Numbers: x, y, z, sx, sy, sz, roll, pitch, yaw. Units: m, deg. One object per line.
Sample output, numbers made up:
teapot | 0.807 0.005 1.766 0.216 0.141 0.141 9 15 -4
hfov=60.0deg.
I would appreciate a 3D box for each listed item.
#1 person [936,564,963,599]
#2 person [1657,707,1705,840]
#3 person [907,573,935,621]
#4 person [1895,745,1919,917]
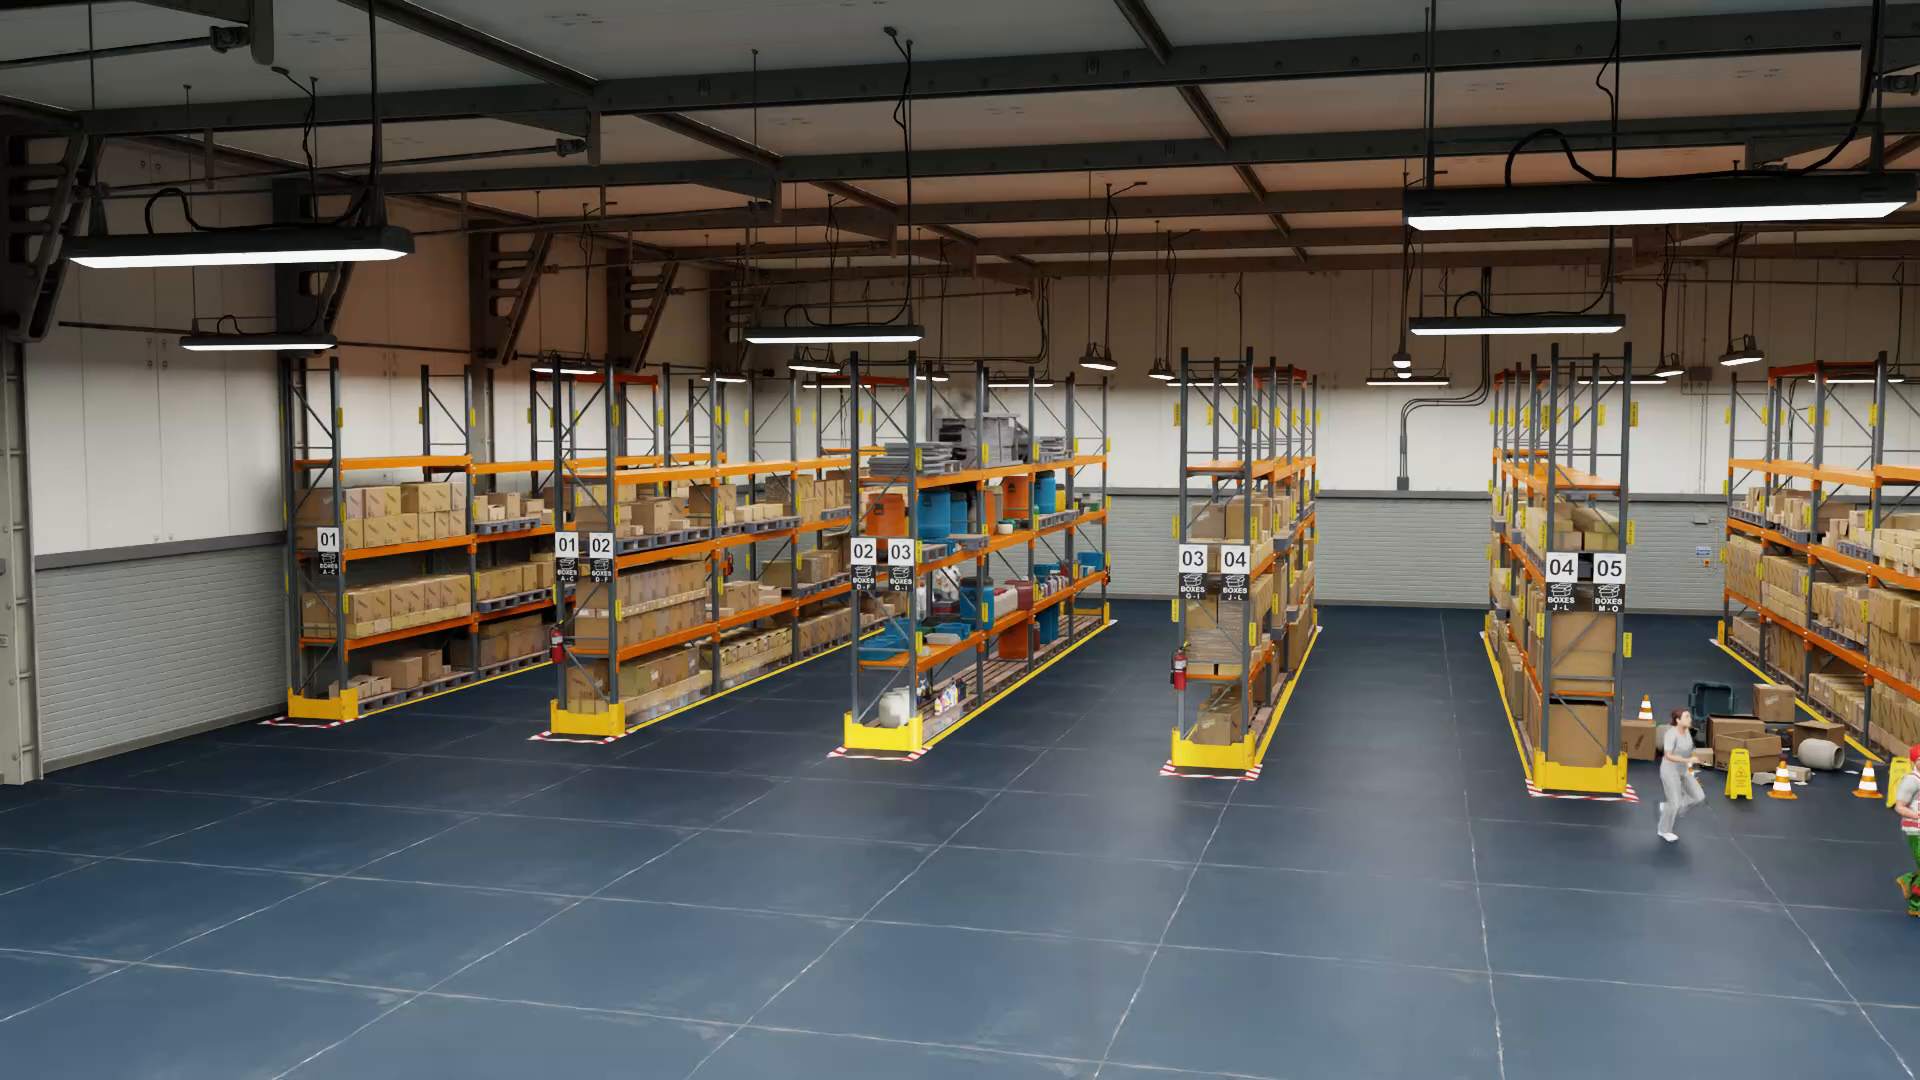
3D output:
person | -0.257 1.263 39.882 0.652 1.703 0.812 0 4 -3
person | 8.490 2.756 19.560 0.603 1.618 0.648 -3 5 -33
person | -0.844 1.533 35.908 0.599 1.657 0.562 0 4 -1
person | 9.645 2.911 16.622 0.651 1.739 0.611 -2 5 -29
